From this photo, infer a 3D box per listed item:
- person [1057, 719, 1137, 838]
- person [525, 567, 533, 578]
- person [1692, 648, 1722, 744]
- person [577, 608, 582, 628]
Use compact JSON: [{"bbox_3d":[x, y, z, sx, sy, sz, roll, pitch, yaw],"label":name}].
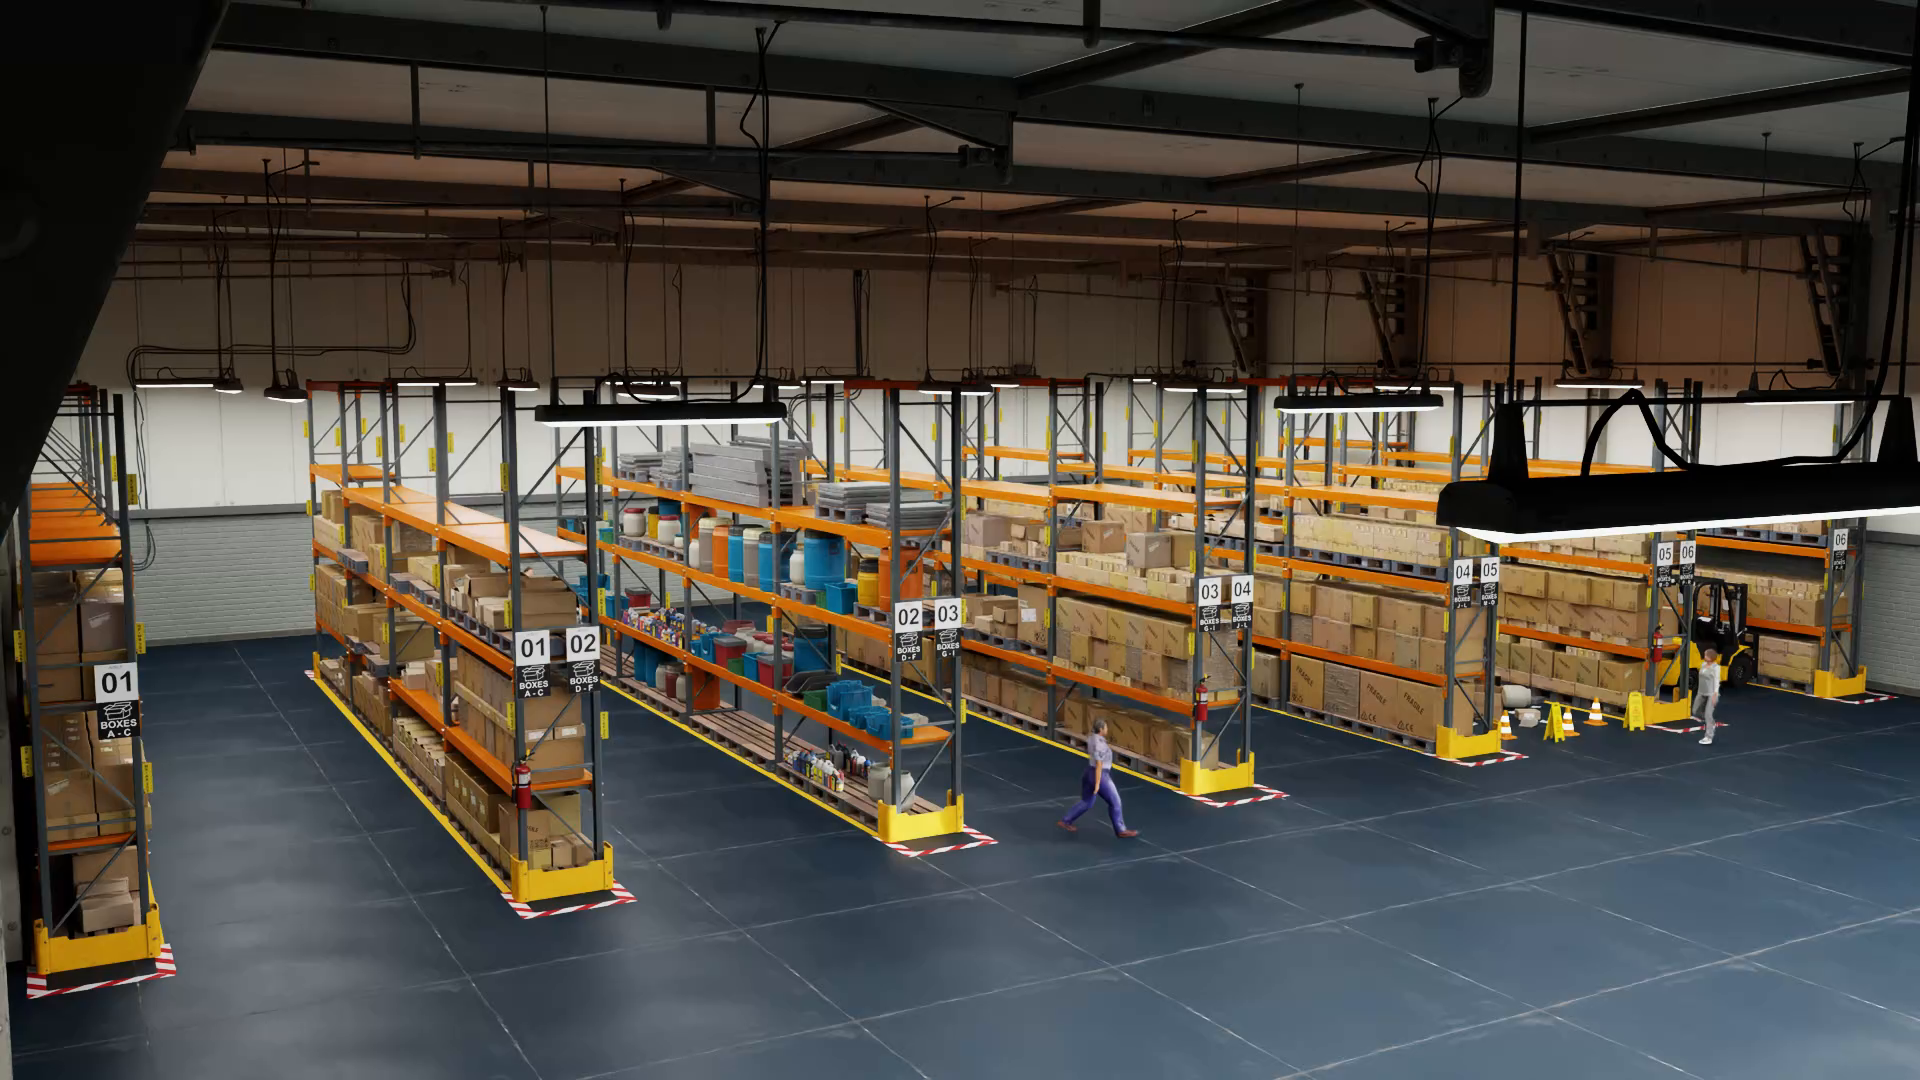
[{"bbox_3d":[1.828,3.185,22.224,1.020,1.580,0.511,-2,6,-20],"label":"person"},{"bbox_3d":[-9.958,1.419,38.474,1.105,1.604,0.466,3,7,27],"label":"person"},{"bbox_3d":[12.477,2.583,27.648,0.477,1.588,0.423,-3,7,-28],"label":"person"},{"bbox_3d":[-7.936,1.906,33.880,0.476,1.627,1.055,-1,6,-8],"label":"person"}]
